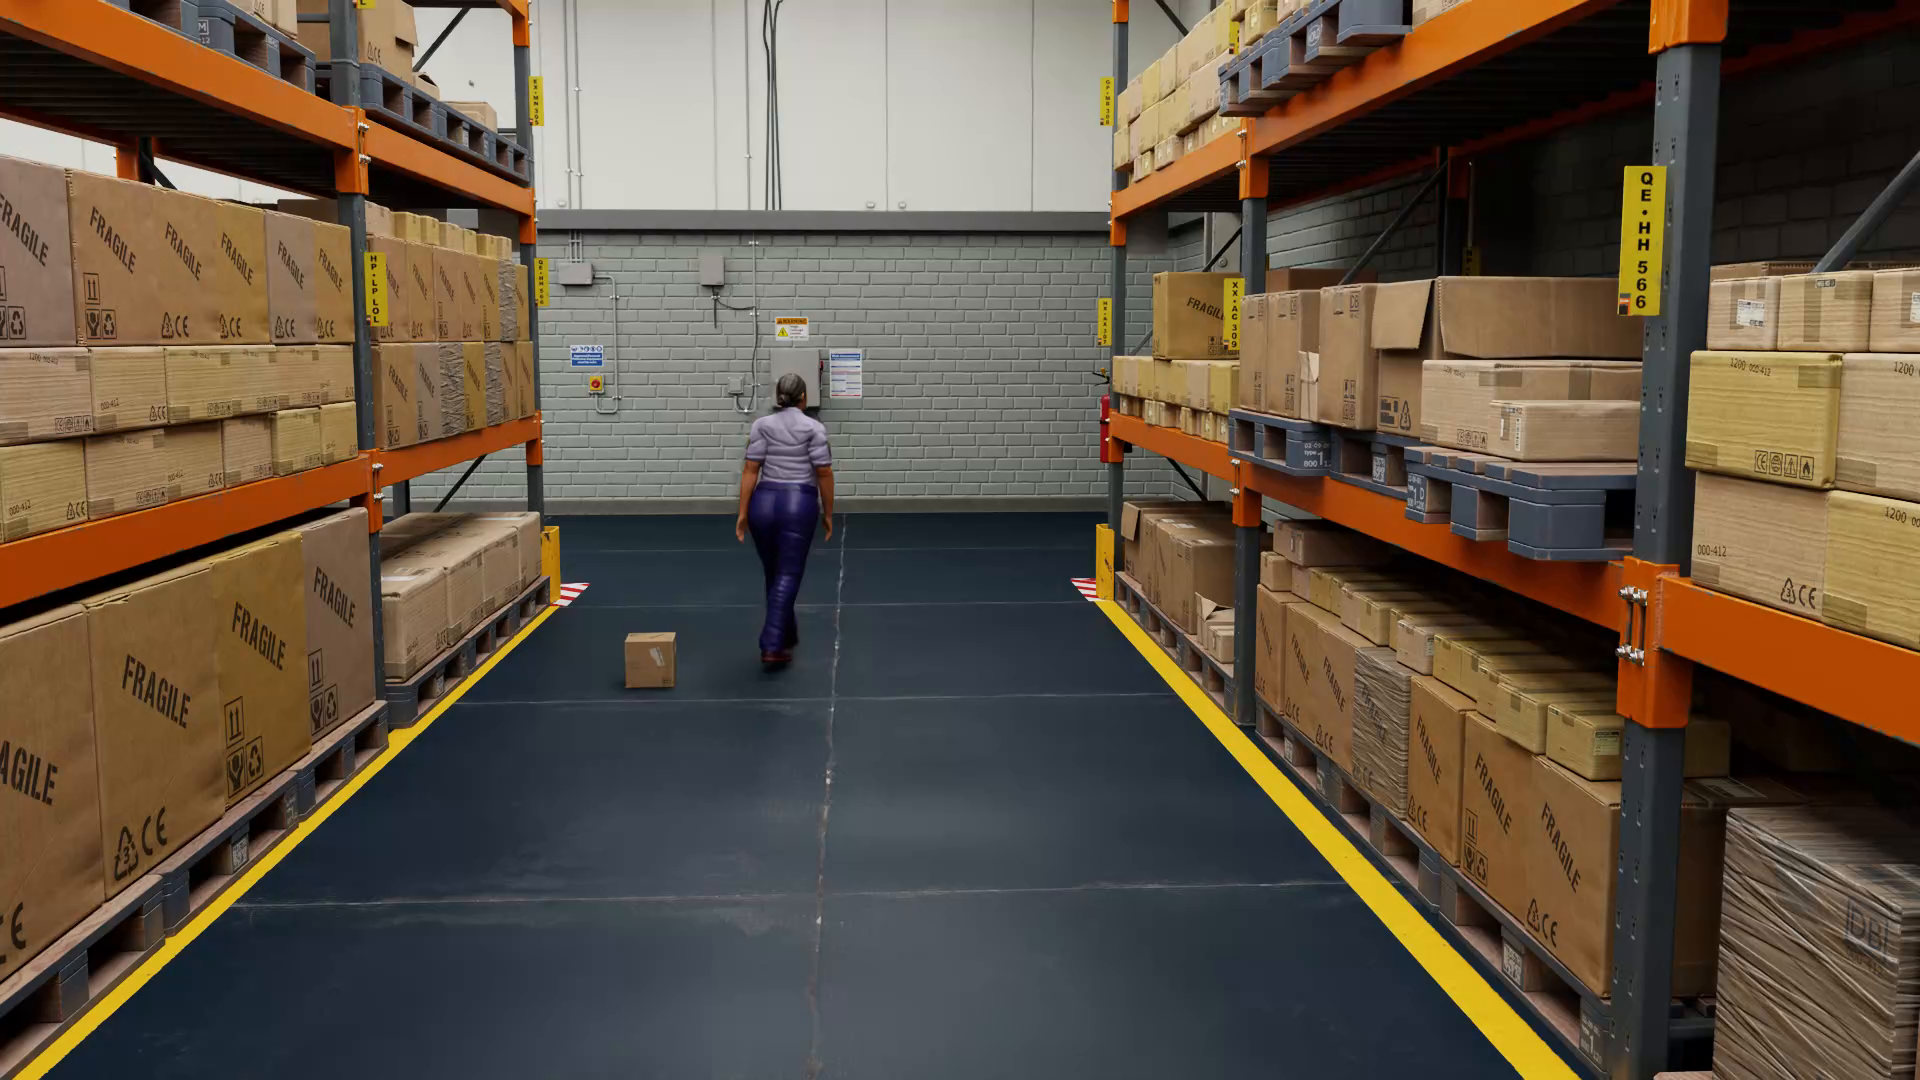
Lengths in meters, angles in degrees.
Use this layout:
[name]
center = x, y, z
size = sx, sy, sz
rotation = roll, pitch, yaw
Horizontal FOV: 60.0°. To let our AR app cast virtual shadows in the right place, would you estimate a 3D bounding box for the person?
[person]
center = -0.959, -0.140, 9.439
size = 0.506, 1.606, 0.884
rotation = 2, 7, 16
